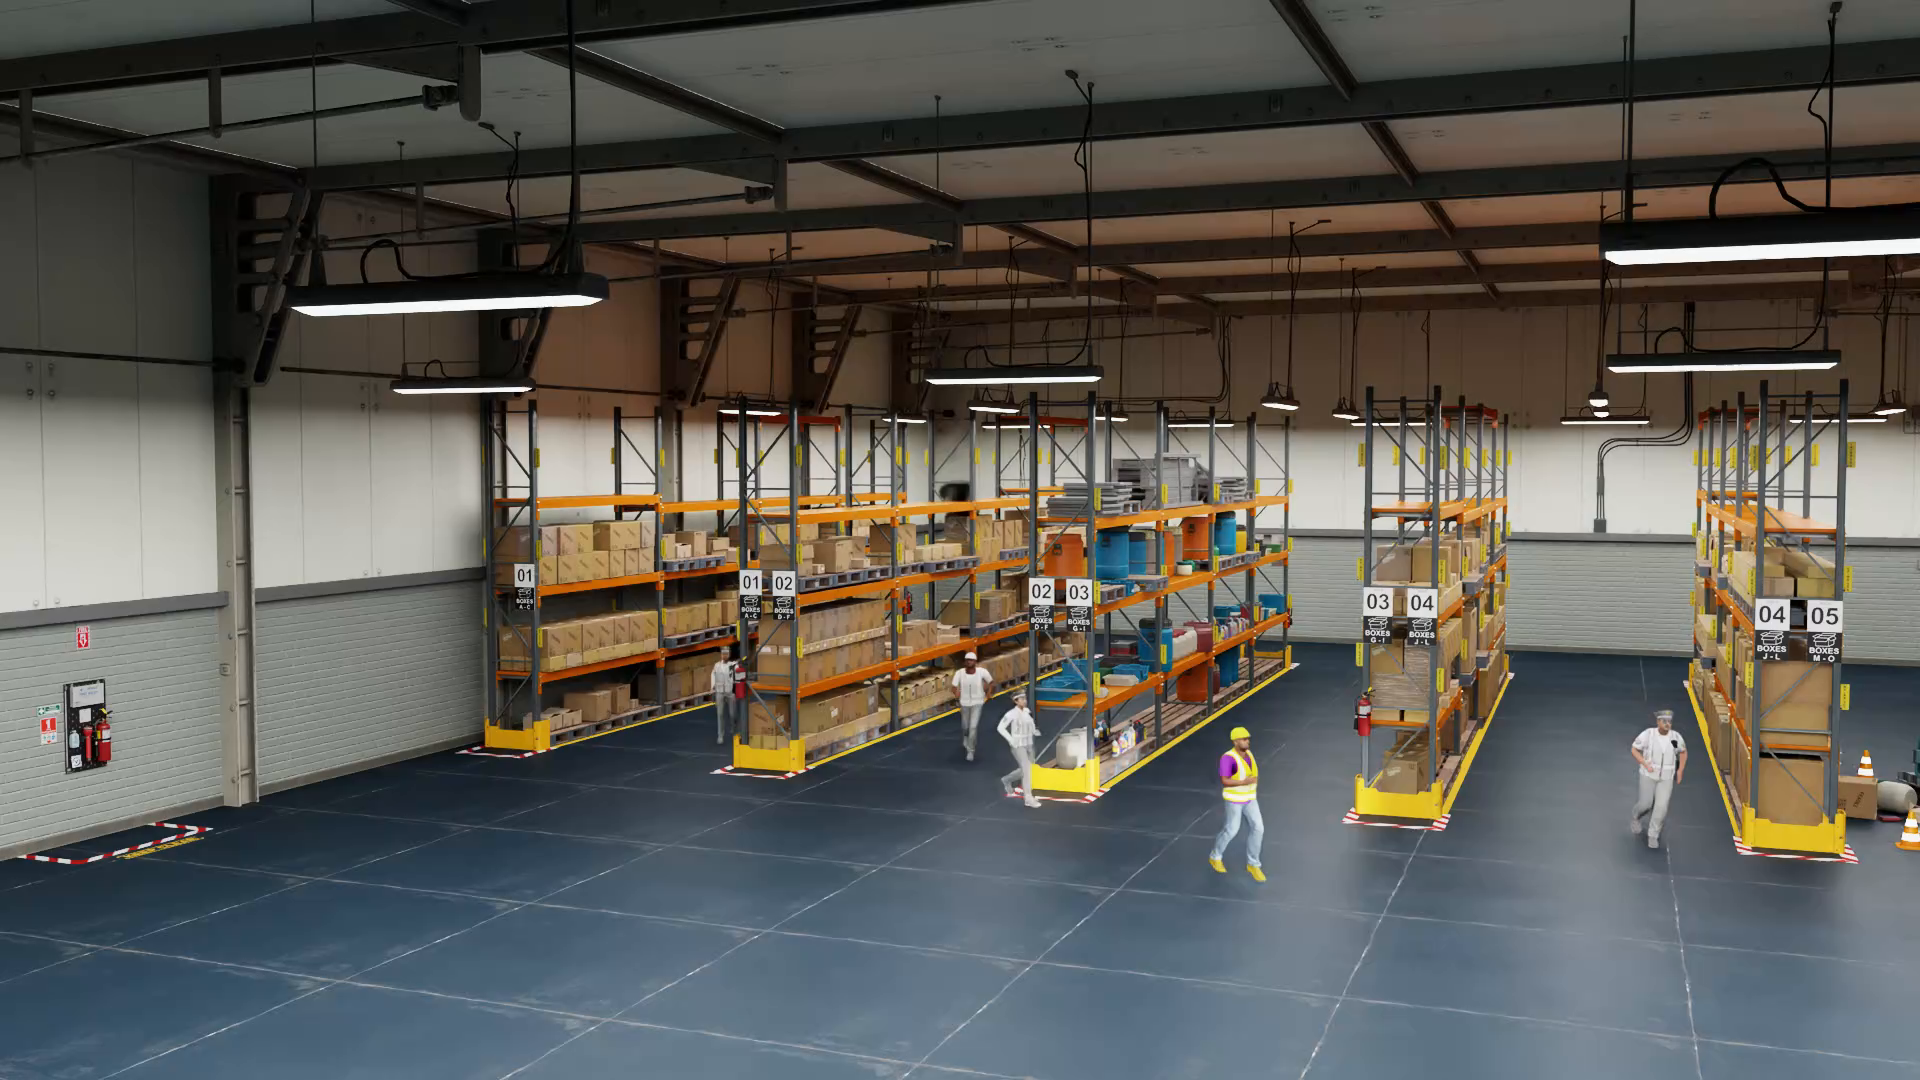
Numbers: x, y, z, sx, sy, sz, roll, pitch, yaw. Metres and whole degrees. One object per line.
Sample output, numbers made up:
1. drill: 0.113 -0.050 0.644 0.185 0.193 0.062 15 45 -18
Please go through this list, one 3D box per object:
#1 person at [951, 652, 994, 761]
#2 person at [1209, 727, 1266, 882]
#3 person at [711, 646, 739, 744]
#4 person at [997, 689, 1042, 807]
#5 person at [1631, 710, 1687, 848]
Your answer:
1. person: 0.205 2.754 27.865 0.708 1.766 0.934 0 3 10
2. person: 3.308 3.137 19.816 0.713 1.831 0.787 -2 4 -39
3. person: -4.124 2.696 29.338 0.618 1.673 0.927 0 3 3
4. person: 0.876 2.978 24.002 0.800 1.666 0.626 3 4 45
5. person: 9.120 3.077 21.681 0.709 1.772 0.820 1 3 11
